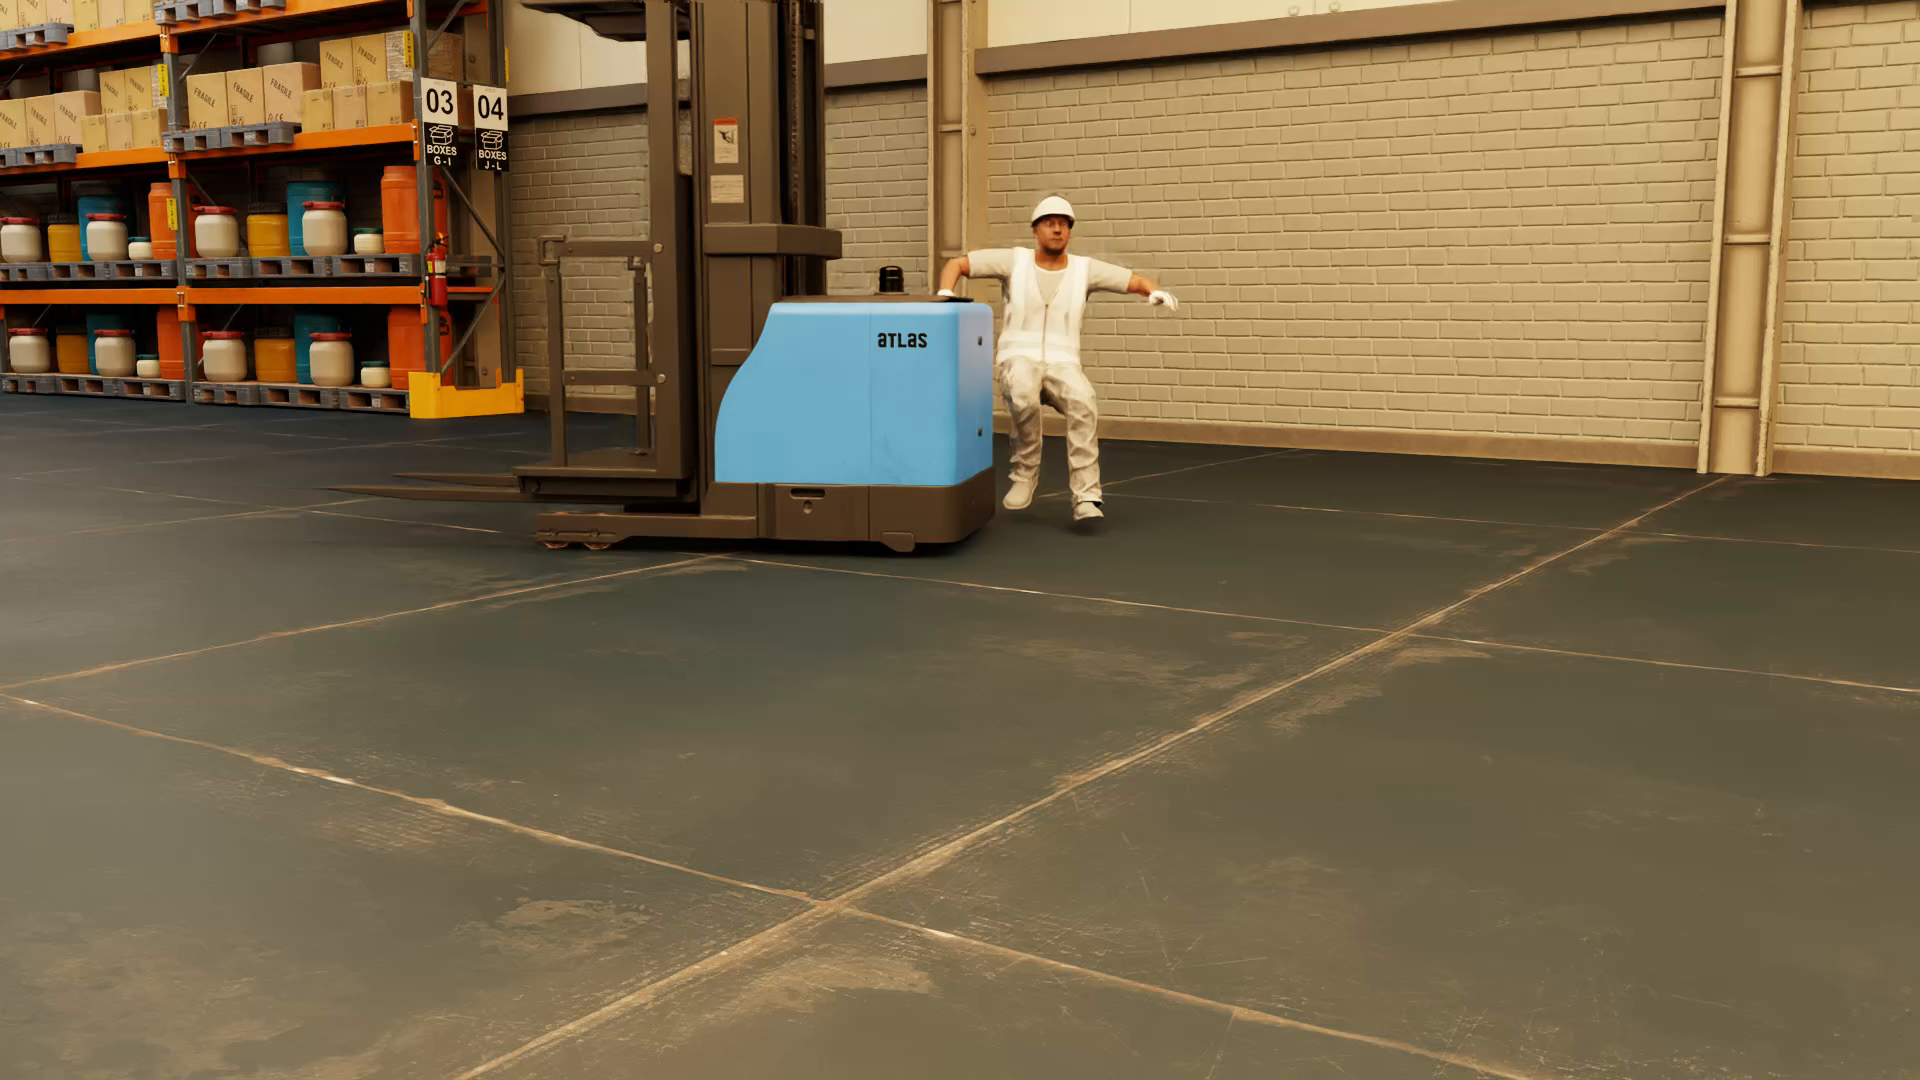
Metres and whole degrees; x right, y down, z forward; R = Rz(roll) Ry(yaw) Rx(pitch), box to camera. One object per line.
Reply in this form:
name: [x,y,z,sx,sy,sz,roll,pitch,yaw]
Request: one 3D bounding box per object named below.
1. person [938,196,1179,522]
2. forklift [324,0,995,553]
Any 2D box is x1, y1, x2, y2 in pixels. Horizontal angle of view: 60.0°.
person: [0.420,-0.876,7.998,1.156,1.559,0.870,-1,8,-9]
forklift: [-1.401,-1.476,7.575,3.031,2.935,1.130,2,8,11]
